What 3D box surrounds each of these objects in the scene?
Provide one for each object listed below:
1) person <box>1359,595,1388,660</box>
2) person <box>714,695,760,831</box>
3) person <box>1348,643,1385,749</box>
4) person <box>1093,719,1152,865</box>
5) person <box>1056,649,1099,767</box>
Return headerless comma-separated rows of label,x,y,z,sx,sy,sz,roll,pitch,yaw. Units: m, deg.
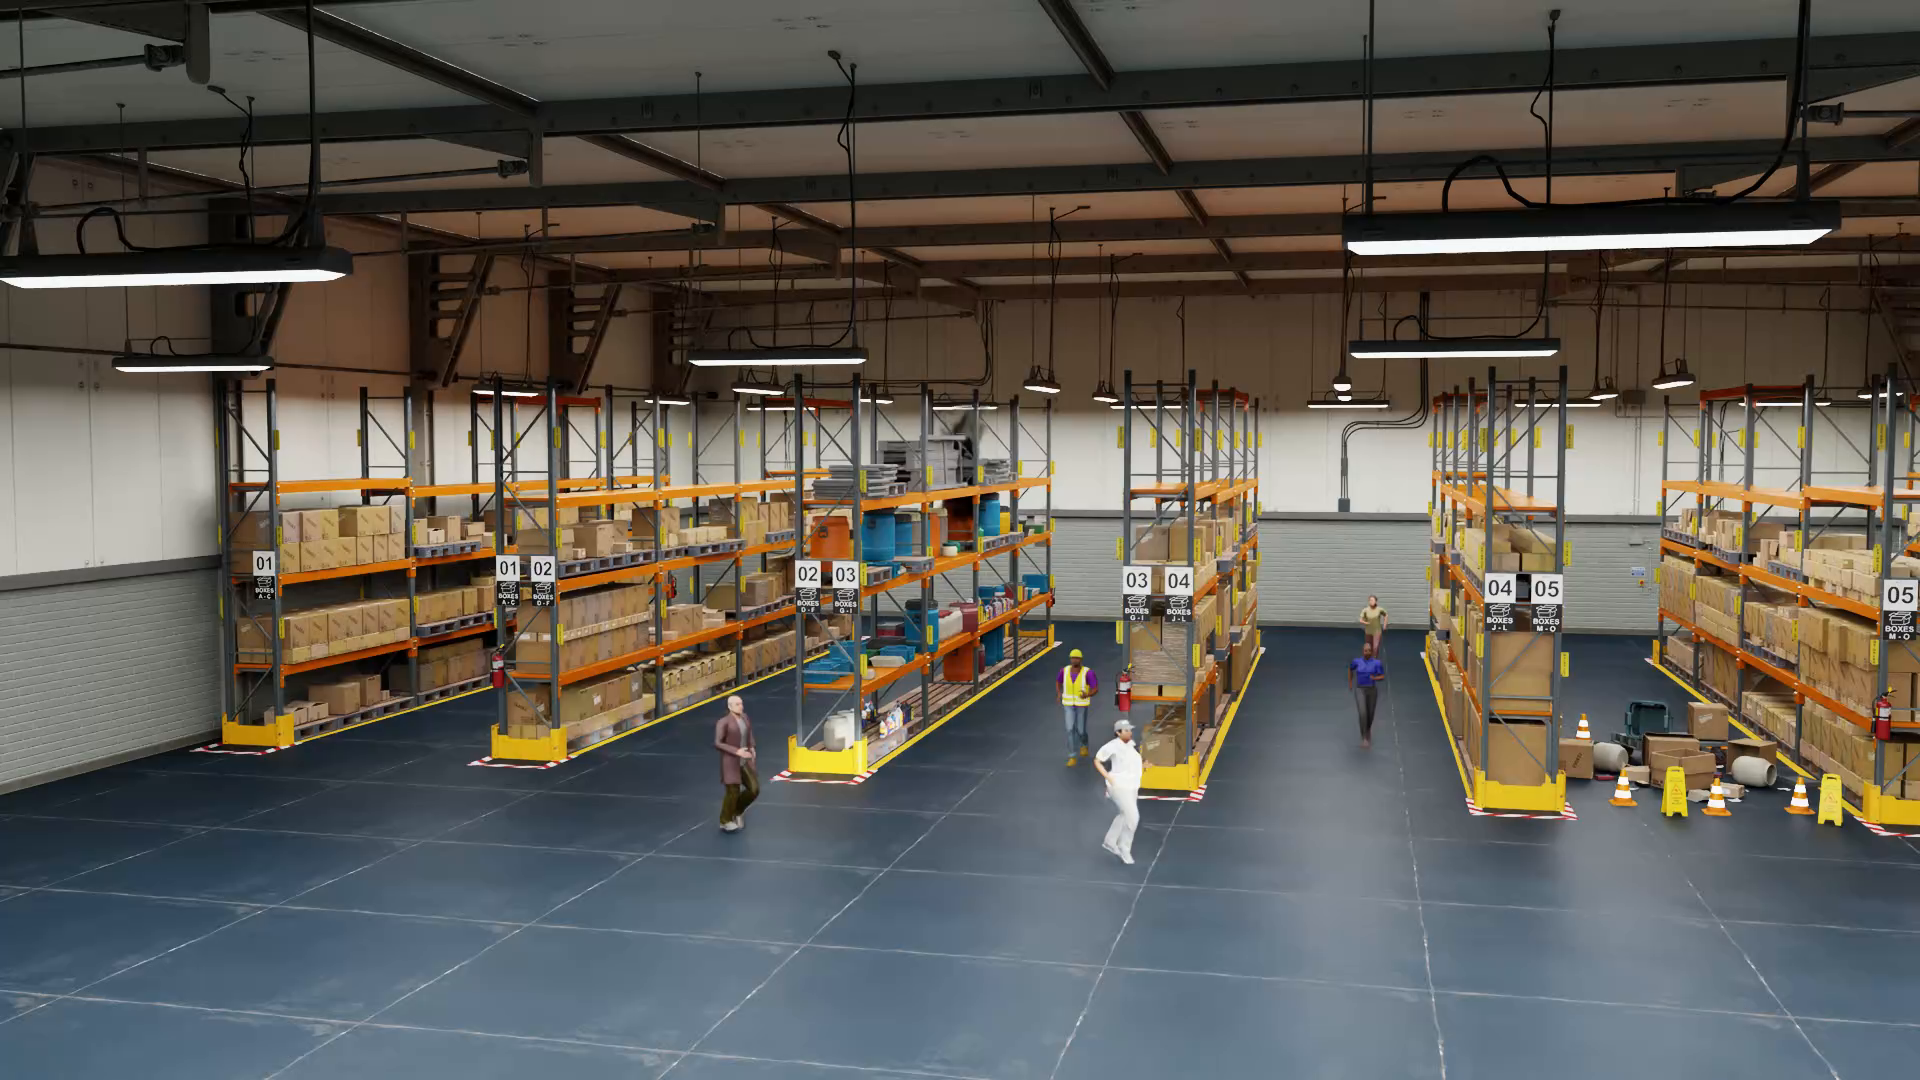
person,8.879,2.024,35.734,0.585,1.682,0.966,1,4,18
person,-2.807,2.853,21.180,0.679,1.756,0.747,3,5,41
person,6.662,2.514,27.242,0.567,1.661,0.915,0,3,7
person,1.963,2.995,19.796,0.674,1.718,0.582,3,4,38
person,1.799,2.571,25.766,0.701,1.769,0.827,1,4,14
